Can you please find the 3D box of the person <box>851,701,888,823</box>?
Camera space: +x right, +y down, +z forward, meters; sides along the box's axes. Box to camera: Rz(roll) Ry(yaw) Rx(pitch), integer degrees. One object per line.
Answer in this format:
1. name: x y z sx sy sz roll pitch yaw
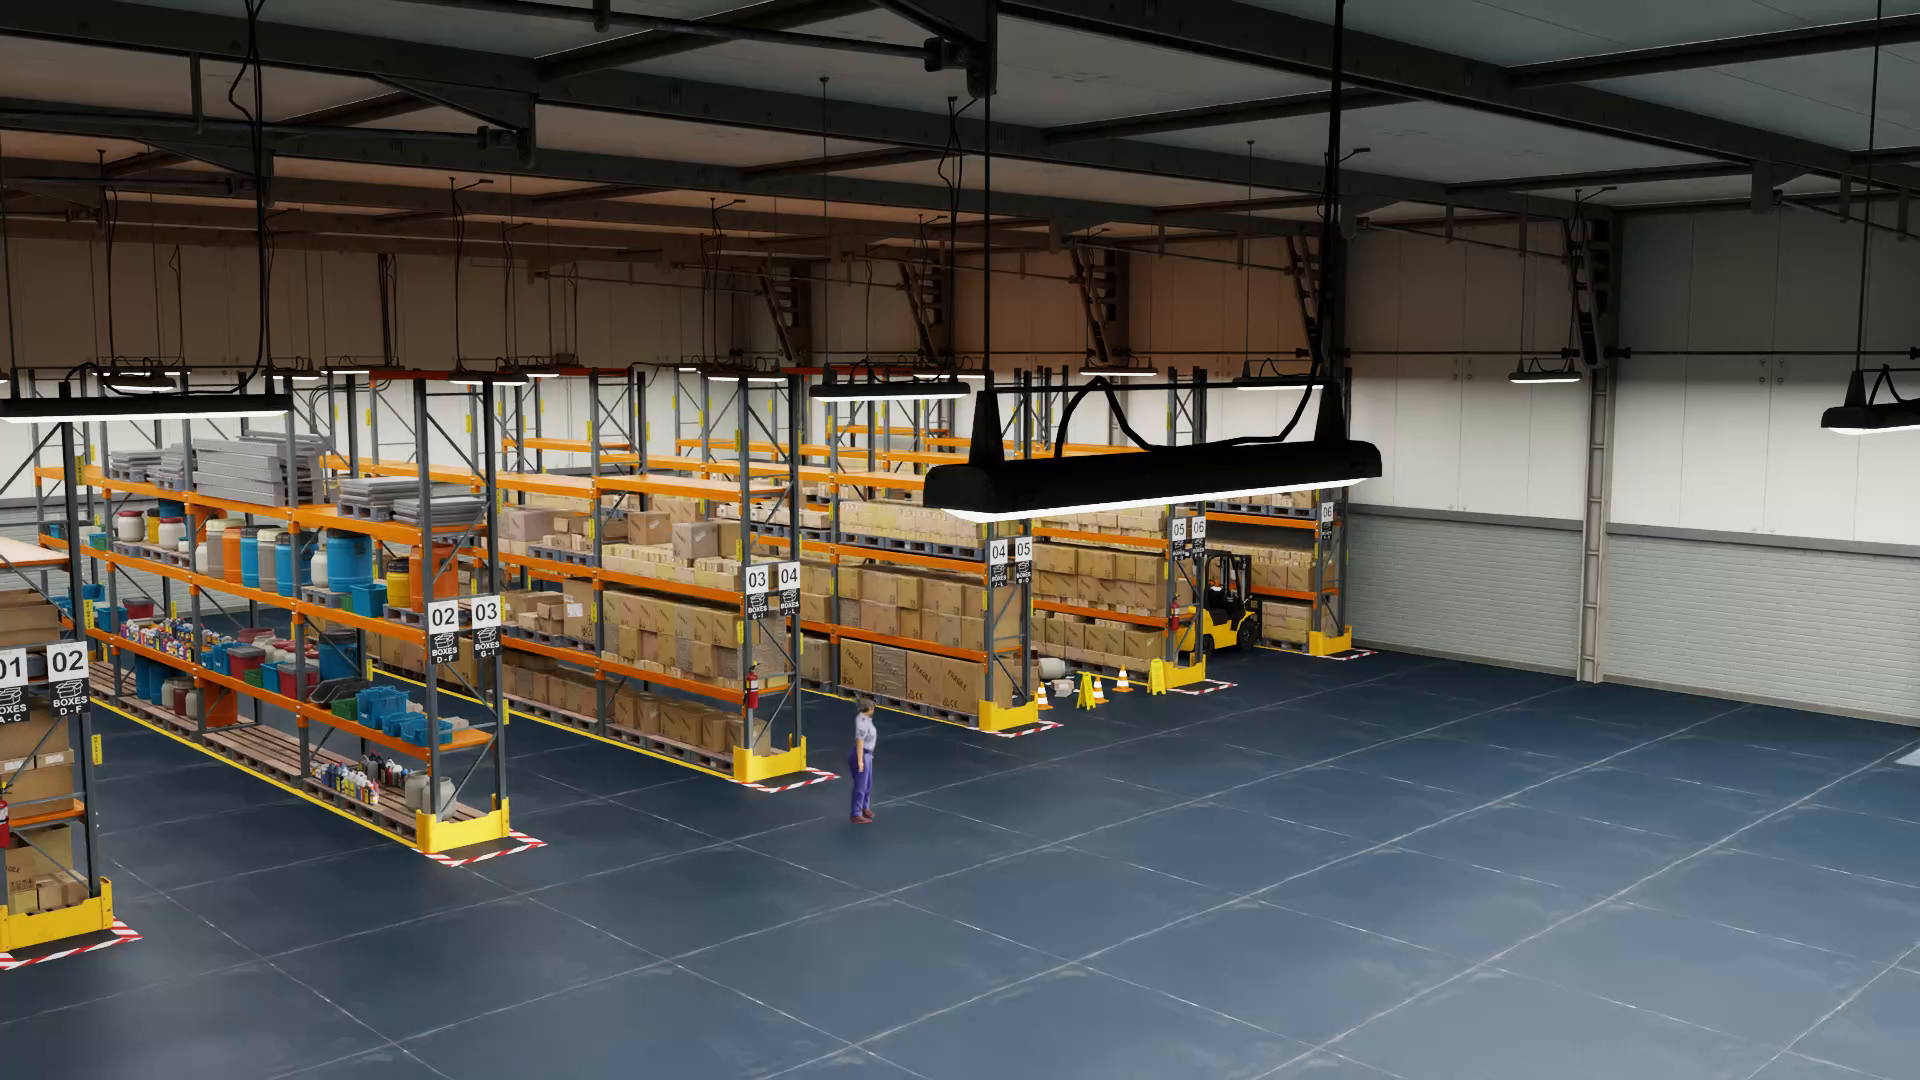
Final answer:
1. person: -1.227 3.001 22.609 0.487 1.620 0.589 0 6 -1
